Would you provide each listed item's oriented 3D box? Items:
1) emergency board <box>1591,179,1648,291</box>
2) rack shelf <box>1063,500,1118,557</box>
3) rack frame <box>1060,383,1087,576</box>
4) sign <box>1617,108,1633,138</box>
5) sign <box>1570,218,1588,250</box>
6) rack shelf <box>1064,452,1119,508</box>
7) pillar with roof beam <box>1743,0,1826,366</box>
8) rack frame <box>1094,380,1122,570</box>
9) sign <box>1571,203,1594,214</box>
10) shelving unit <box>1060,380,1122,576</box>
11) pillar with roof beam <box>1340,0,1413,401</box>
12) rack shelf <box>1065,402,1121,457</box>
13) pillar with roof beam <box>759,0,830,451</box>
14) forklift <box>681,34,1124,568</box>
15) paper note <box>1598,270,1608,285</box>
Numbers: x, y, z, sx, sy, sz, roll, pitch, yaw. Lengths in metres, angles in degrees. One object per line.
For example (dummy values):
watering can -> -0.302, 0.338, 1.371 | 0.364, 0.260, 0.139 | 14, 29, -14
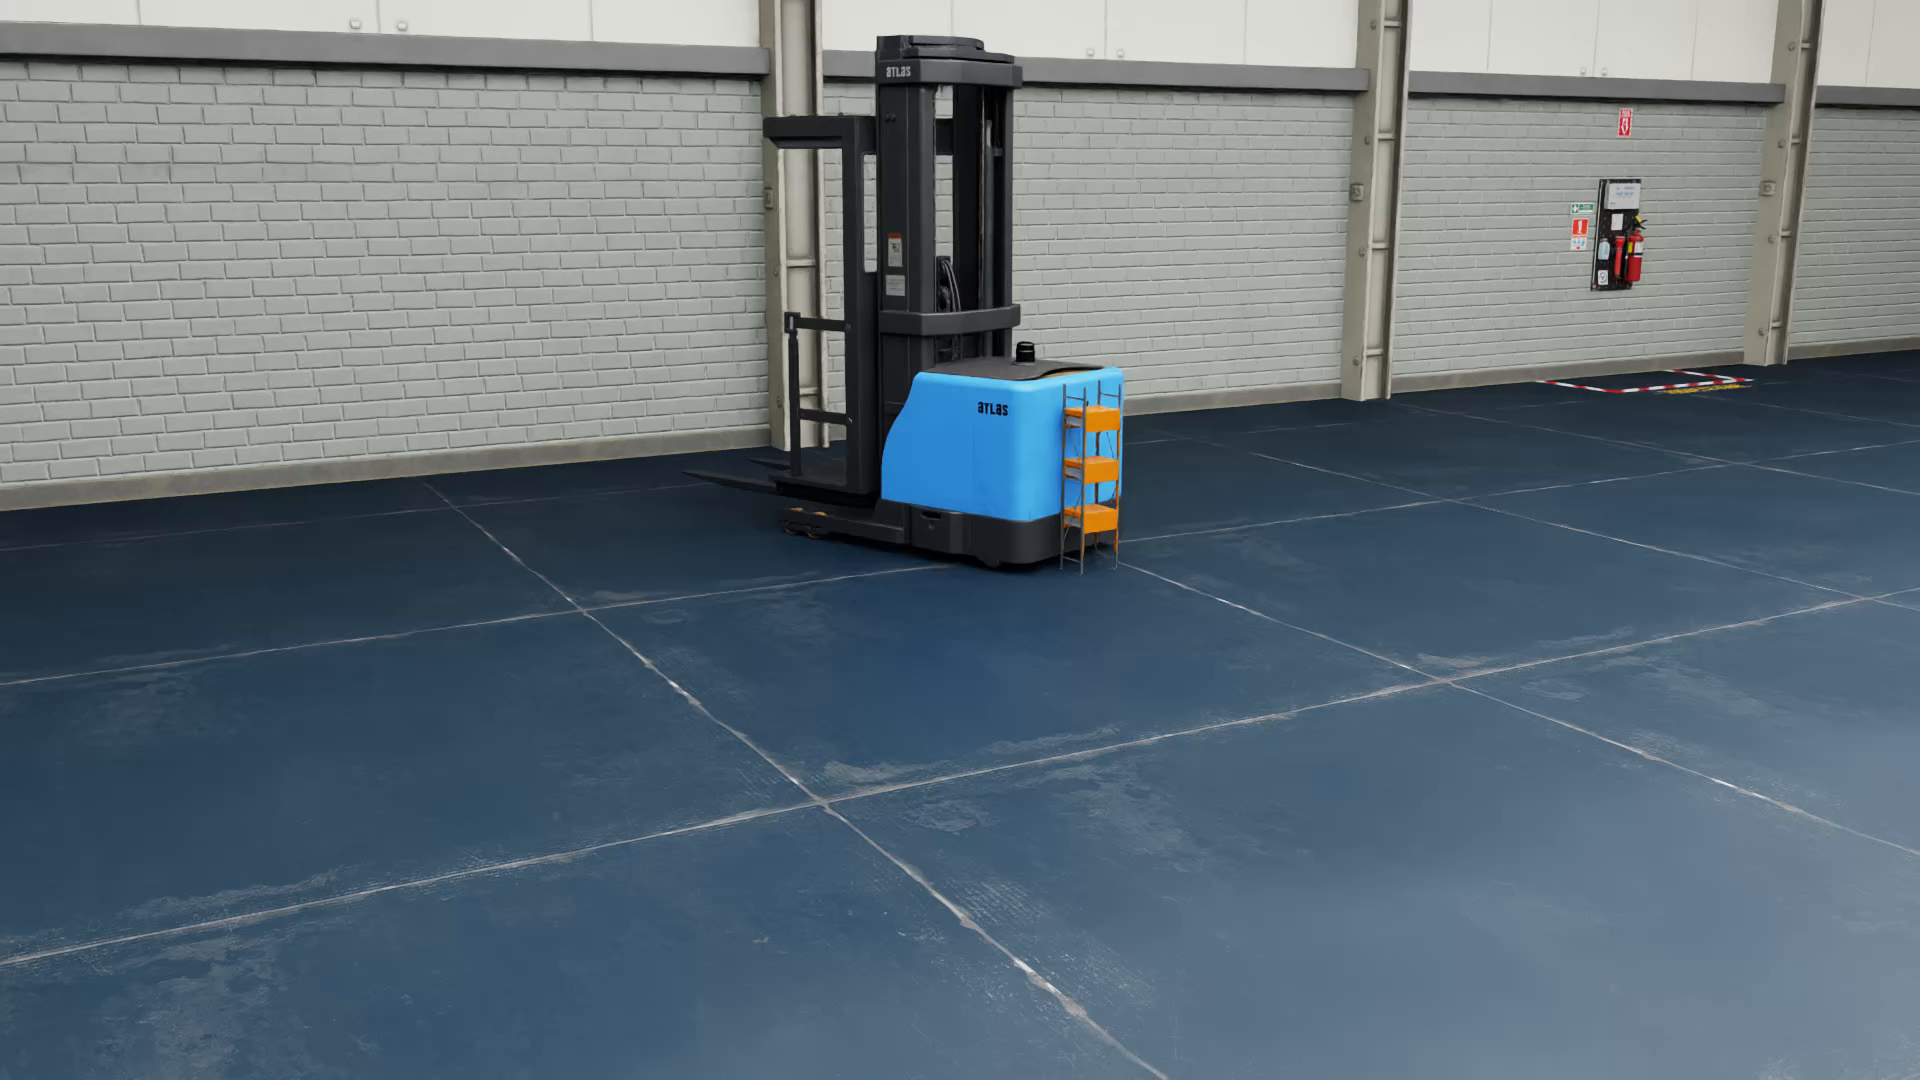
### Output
emergency board -> 7.044, -3.234, 17.648 | 0.643, 1.169, 0.194 | -7, 14, -28
rack shelf -> 0.724, -0.066, 9.321 | 0.240, 0.259, 0.215 | -8, 15, -33
rack frame -> 0.624, -0.333, 9.193 | 0.008, 1.050, 0.200 | -8, 15, -33
sign -> 6.990, -4.383, 17.475 | 0.199, 0.298, 0.001 | -7, 14, -28
sign -> 6.510, -3.213, 17.474 | 0.234, 0.329, 0.001 | -7, 14, -28
rack shelf -> 0.725, -0.337, 9.261 | 0.240, 0.259, 0.215 | -8, 15, -33
pillar with roof beam -> 11.295, -5.584, 14.425 | 0.400, 9.000, 9.100 | -7, 14, -28
rack frame -> 0.827, -0.362, 9.325 | 0.008, 1.050, 0.200 | -8, 15, -33
sign -> 6.518, -3.471, 17.410 | 0.331, 0.109, 0.001 | -7, 14, -28
shelving unit -> 0.725, -0.348, 9.259 | 0.252, 1.050, 0.215 | -8, 15, -33
pillar with roof beam -> 6.028, -4.953, 11.620 | 0.400, 9.000, 9.100 | -7, 14, -28
rack shelf -> 0.727, -0.614, 9.200 | 0.240, 0.259, 0.215 | -8, 15, -33
pillar with roof beam -> 0.762, -4.321, 8.816 | 0.400, 9.000, 9.100 | -7, 14, -28
forklift -> -0.487, -1.518, 10.177 | 3.031, 2.935, 1.130 | 10, 16, 38
paper note -> 6.856, -2.799, 17.721 | 0.142, 0.148, 0.016 | -7, 14, -28
